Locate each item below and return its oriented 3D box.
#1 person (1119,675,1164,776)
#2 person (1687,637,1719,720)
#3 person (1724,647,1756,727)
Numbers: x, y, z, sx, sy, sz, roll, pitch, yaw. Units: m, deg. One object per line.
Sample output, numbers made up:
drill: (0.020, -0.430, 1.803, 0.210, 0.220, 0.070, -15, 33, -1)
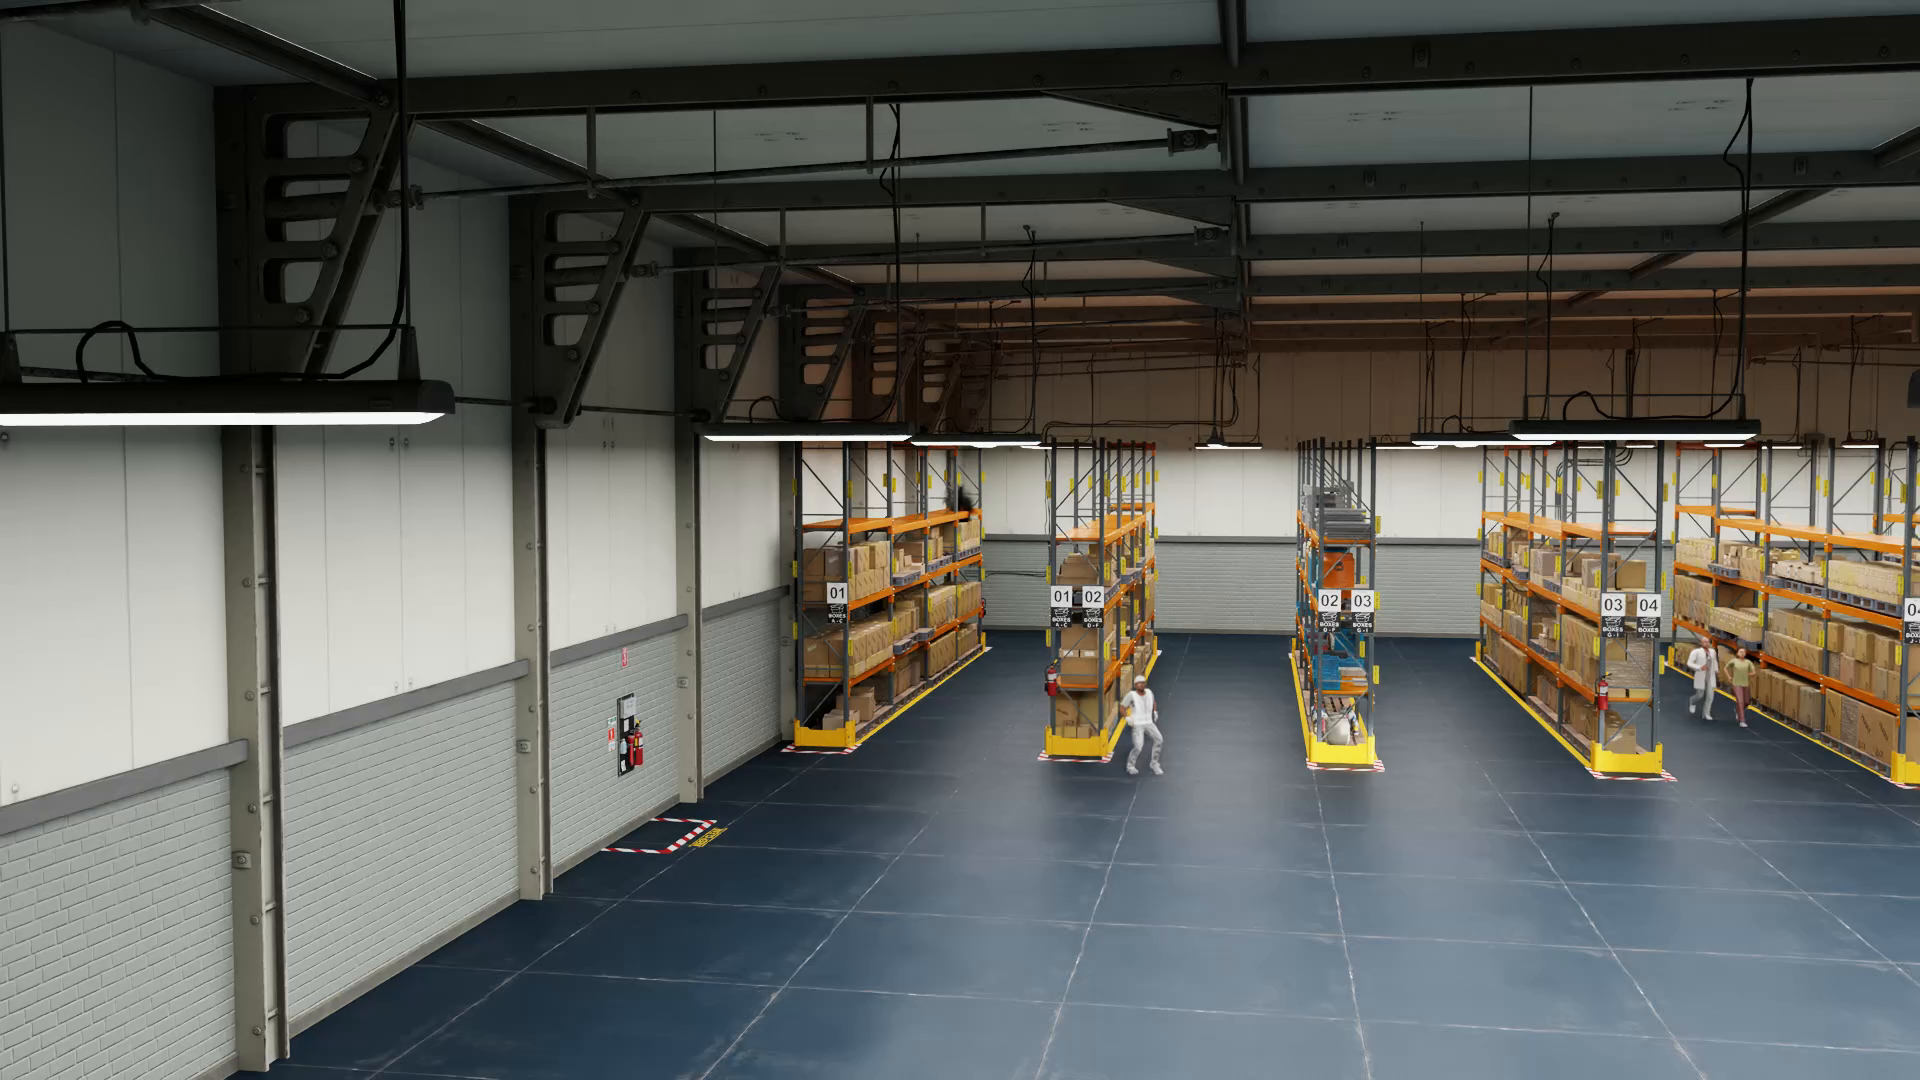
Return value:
person: (3.250, 3.285, 29.506, 0.783, 1.768, 0.582, -2, 4, -34)
person: (15.946, 2.954, 35.674, 0.718, 1.746, 0.834, 0, 3, -2)
person: (16.322, 3.047, 34.772, 0.587, 1.645, 0.911, 0, 3, 7)
